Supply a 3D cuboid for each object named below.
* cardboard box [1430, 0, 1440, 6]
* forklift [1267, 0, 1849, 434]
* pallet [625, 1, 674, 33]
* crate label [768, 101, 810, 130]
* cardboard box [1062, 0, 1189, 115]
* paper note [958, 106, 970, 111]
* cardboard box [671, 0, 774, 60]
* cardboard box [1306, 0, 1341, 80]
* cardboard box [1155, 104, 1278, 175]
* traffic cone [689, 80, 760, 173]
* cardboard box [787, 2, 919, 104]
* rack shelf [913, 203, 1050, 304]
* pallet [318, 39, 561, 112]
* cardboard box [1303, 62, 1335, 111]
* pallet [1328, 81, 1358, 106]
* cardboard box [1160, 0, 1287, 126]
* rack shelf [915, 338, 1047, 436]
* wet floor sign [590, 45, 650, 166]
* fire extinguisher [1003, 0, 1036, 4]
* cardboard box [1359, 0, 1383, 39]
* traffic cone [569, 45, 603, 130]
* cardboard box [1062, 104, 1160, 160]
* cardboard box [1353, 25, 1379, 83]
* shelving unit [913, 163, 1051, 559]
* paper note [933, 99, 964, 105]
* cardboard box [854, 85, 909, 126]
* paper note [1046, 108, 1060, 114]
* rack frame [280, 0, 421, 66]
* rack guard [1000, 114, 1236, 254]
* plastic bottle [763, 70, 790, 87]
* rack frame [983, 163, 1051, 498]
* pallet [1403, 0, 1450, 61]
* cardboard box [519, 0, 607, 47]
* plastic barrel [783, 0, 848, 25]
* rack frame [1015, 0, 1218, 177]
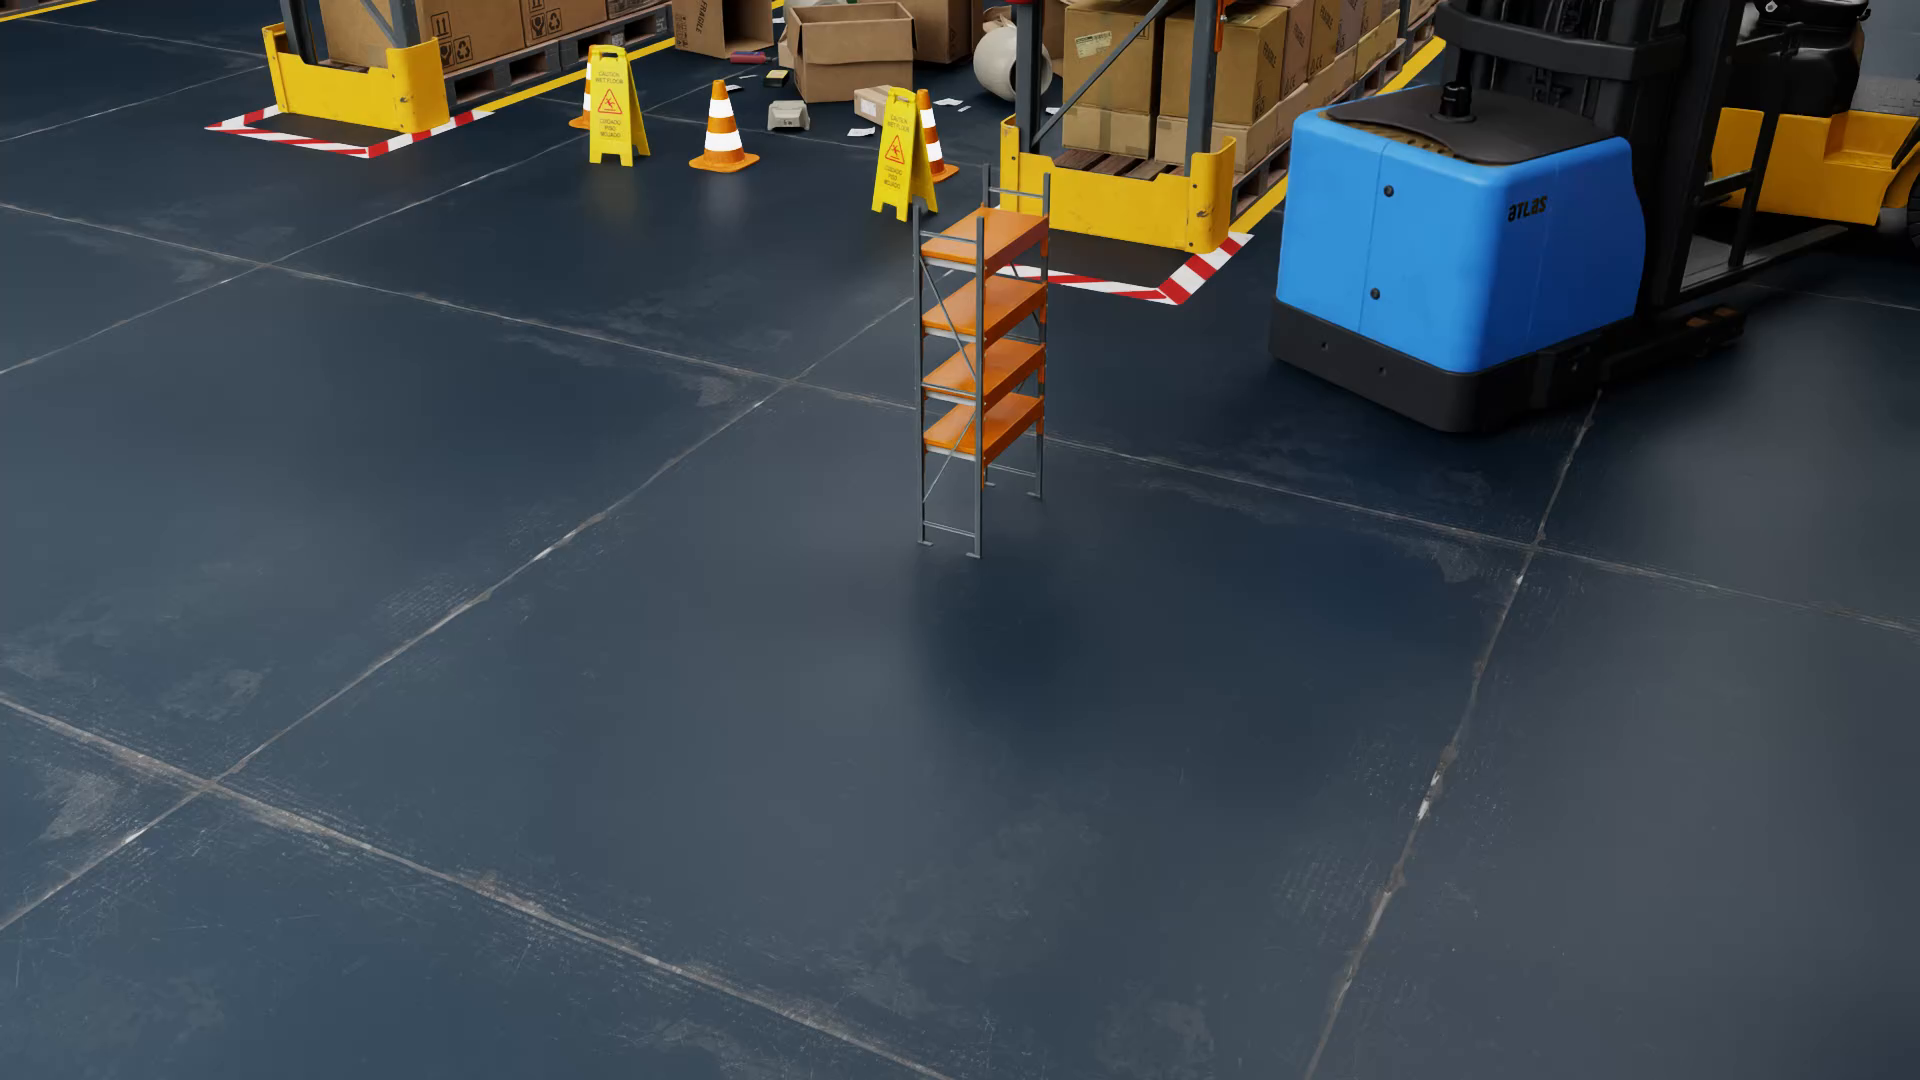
[{"bbox_3d":[3.132,-4.246,12.348,0.950,0.372,0.625,16,34,26],"label":"cardboard box"},{"bbox_3d":[2.785,-2.247,6.719,3.031,2.935,1.130,-20,35,-30],"label":"forklift"},{"bbox_3d":[-2.297,-4.200,12.852,1.003,0.211,1.213,14,33,23],"label":"pallet"},{"bbox_3d":[-1.044,-2.583,10.110,0.250,0.136,0.298,-1,30,-3],"label":"crate label"},{"bbox_3d":[0.882,-2.606,8.863,0.500,0.500,0.500,15,33,24],"label":"cardboard box"},{"bbox_3d":[0.028,-2.716,10.469,0.032,0.001,0.123,14,33,23],"label":"paper note"},{"bbox_3d":[-1.675,-3.725,11.732,0.500,0.500,0.500,21,36,32],"label":"cardboard box"},{"bbox_3d":[1.843,-2.951,9.463,0.500,0.500,0.500,15,33,24],"label":"cardboard box"},{"bbox_3d":[1.363,-2.162,8.842,0.500,0.250,0.500,14,33,23],"label":"cardboard box"},{"bbox_3d":[-1.346,-2.361,9.397,0.336,0.463,0.334,14,33,23],"label":"traffic cone"},{"bbox_3d":[-0.705,-3.148,10.726,0.797,0.503,0.637,-7,31,-11],"label":"cardboard box"},{"bbox_3d":[0.075,-0.934,5.383,0.258,0.148,0.480,14,33,23],"label":"rack shelf"},{"bbox_3d":[-3.409,-3.118,10.968,1.003,0.211,1.213,14,33,23],"label":"pallet"},{"bbox_3d":[1.839,-2.631,9.659,0.500,0.250,0.500,17,34,27],"label":"cardboard box"},{"bbox_3d":[1.742,-2.593,10.053,1.003,0.211,1.213,14,33,23],"label":"pallet"},{"bbox_3d":[1.373,-2.498,8.674,0.500,0.500,0.500,13,32,22],"label":"cardboard box"},{"bbox_3d":[0.075,-0.535,5.613,0.258,0.148,0.480,14,33,23],"label":"rack shelf"},{"bbox_3d":[-1.954,-2.472,9.407,0.267,0.644,0.232,9,31,15],"label":"wet floor sign"},{"bbox_3d":[0.287,-2.897,7.861,0.296,0.674,0.183,14,33,23],"label":"fire extinguisher"},{"bbox_3d":[2.310,-3.416,10.273,0.500,0.500,0.500,15,33,24],"label":"cardboard box"},{"bbox_3d":[-2.198,-2.769,10.106,0.336,0.463,0.334,14,33,23],"label":"traffic cone"},{"bbox_3d":[0.889,-2.297,9.077,0.500,0.250,0.500,14,33,23],"label":"cardboard box"},{"bbox_3d":[2.308,-3.079,10.439,0.500,0.250,0.500,13,32,22],"label":"cardboard box"},{"bbox_3d":[0.075,-0.594,5.579,0.258,1.200,0.503,14,33,23],"label":"shelving unit"},{"bbox_3d":[-0.072,-2.798,10.603,0.142,0.019,0.148,-25,38,-36],"label":"paper note"},{"bbox_3d":[-0.452,-2.680,10.267,0.250,0.149,0.380,-18,34,-28],"label":"cardboard box"},{"bbox_3d":[0.609,-2.694,10.411,0.142,0.019,0.148,4,30,6],"label":"paper note"},{"bbox_3d":[-3.704,-3.955,9.626,1.000,3.000,0.127,14,33,23],"label":"rack frame"},{"bbox_3d":[0.784,-1.827,8.429,1.175,0.500,0.348,14,33,23],"label":"rack guard"},{"bbox_3d":[-1.211,-3.072,11.038,0.133,0.061,0.283,4,30,6],"label":"plastic bottle"},{"bbox_3d":[0.187,-0.702,5.767,0.240,1.200,0.015,14,33,23],"label":"rack frame"},{"bbox_3d":[2.925,-3.787,12.132,1.003,0.211,1.213,14,33,23],"label":"pallet"},{"bbox_3d":[-3.055,-3.922,11.280,0.875,0.875,0.875,14,33,23],"label":"cardboard box"},{"bbox_3d":[-1.033,-3.760,11.873,0.421,0.421,0.512,-12,32,-20],"label":"plastic barrel"},{"bbox_3d":[0.749,-2.877,7.748,1.000,3.000,0.127,14,33,23],"label":"rack frame"}]
